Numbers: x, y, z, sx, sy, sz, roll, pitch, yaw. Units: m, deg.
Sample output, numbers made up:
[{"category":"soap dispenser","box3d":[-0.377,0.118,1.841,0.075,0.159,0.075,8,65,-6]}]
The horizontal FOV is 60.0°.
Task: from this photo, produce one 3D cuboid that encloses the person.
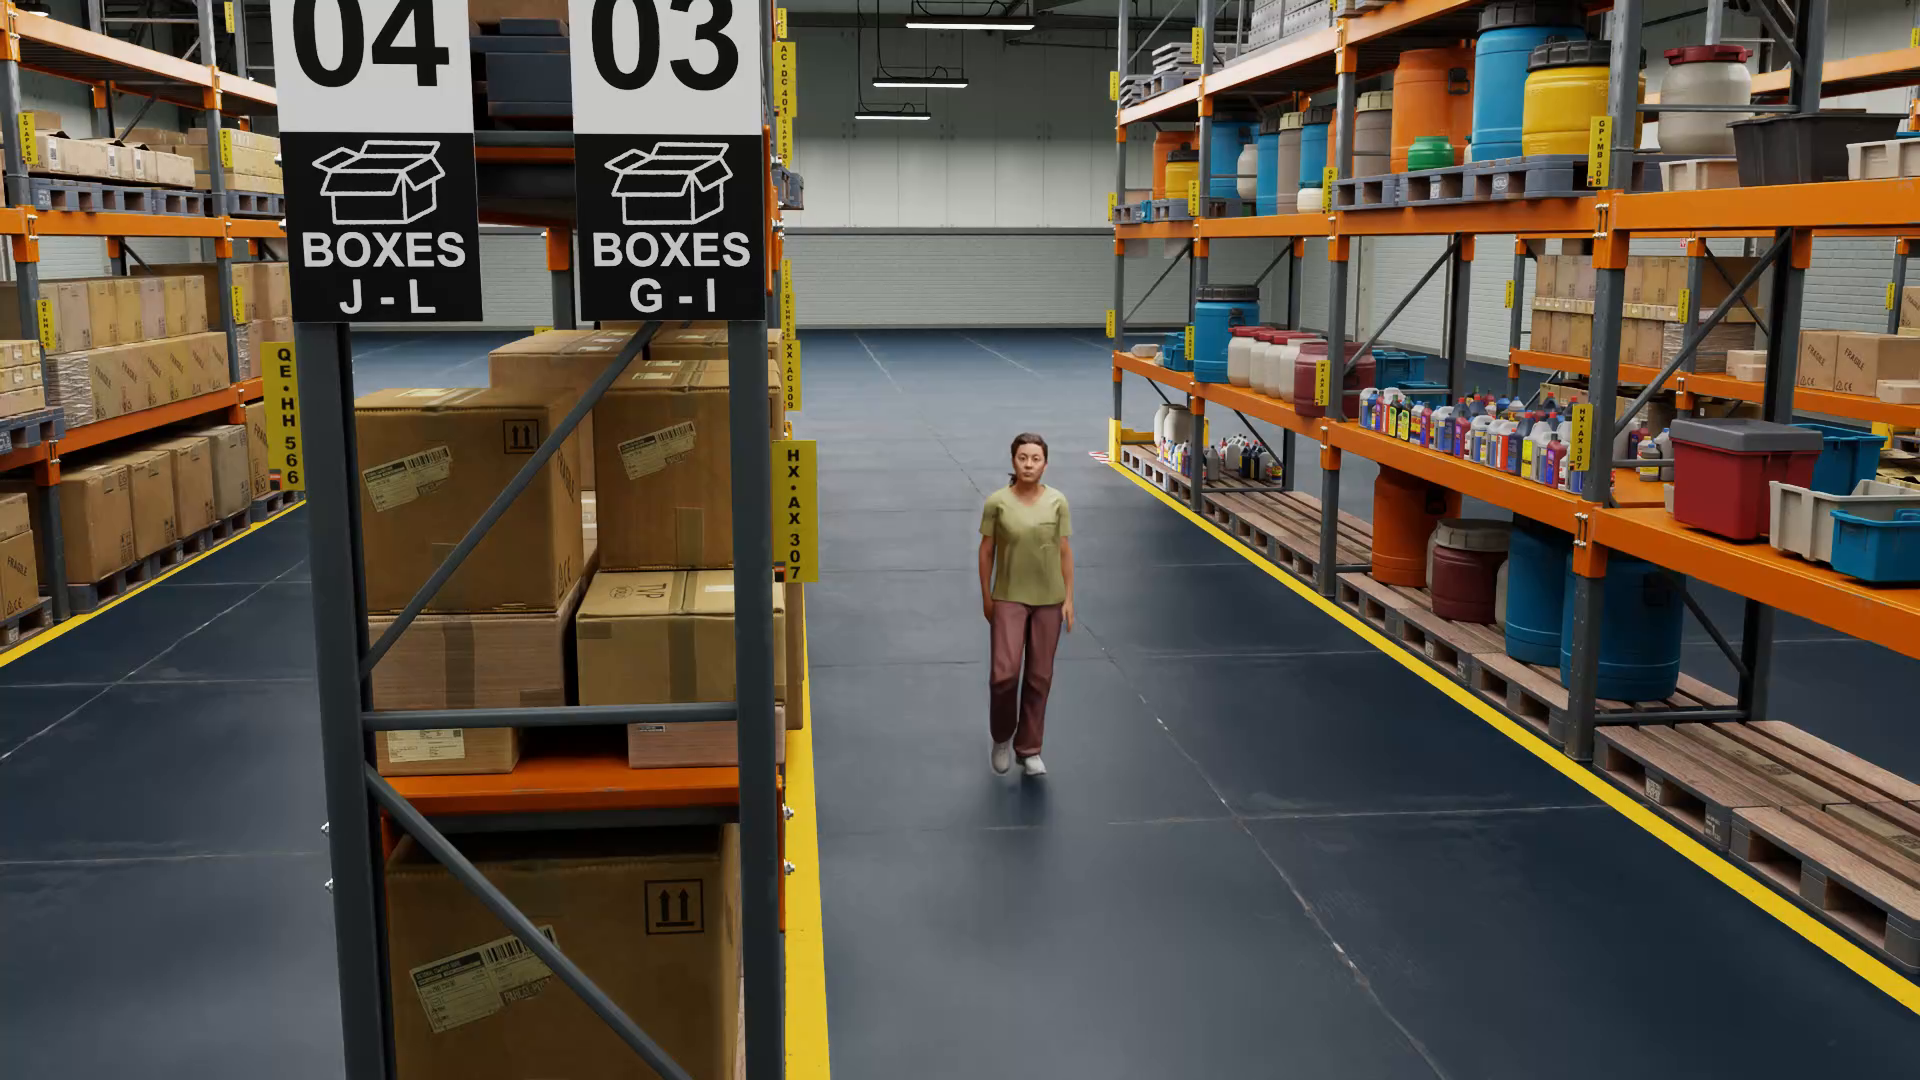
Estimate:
[{"category":"person","box3d":[0.328,0.319,7.985,0.452,1.670,0.457,-1,10,-6]}]
